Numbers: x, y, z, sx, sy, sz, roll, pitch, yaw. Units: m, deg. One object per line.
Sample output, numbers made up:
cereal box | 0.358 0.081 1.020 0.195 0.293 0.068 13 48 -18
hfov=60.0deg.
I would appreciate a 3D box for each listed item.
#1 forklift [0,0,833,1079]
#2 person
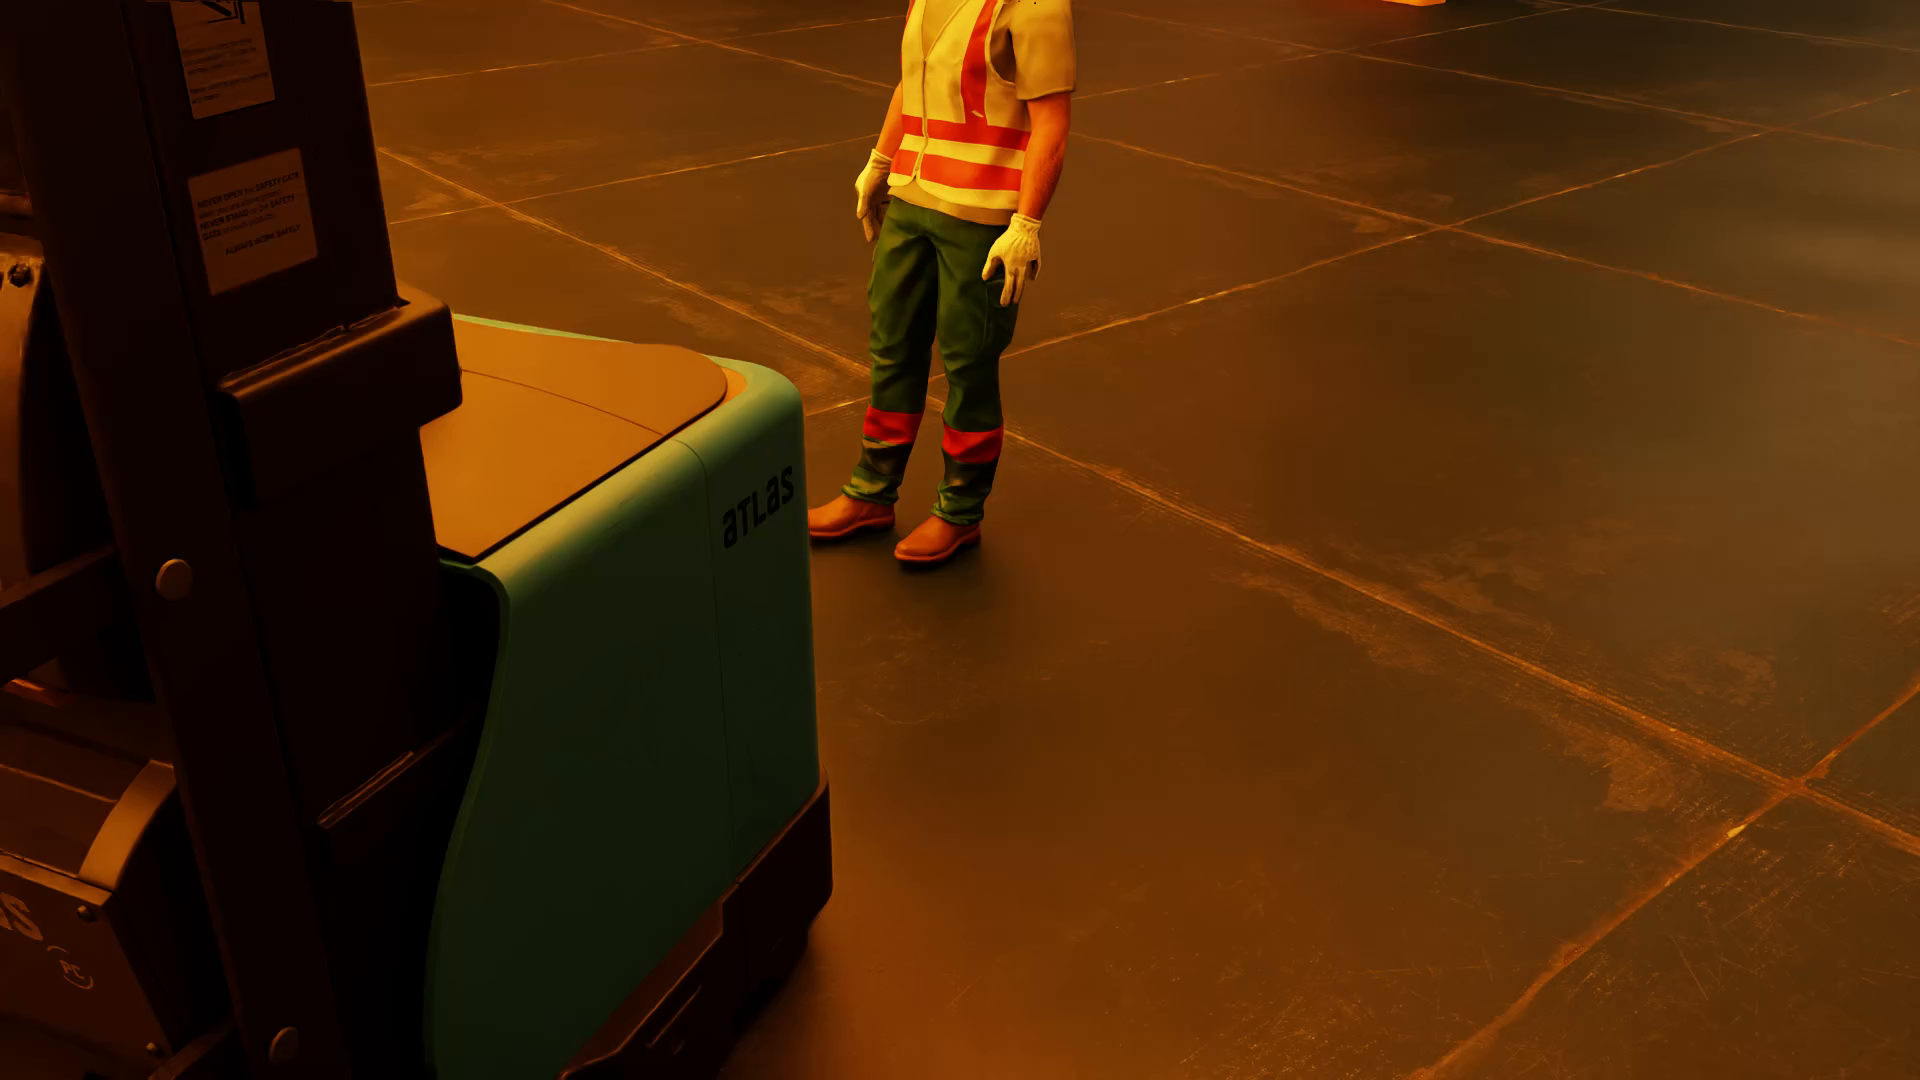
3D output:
forklift | -1.298 -0.115 1.434 1.130 2.935 3.031 11 29 22
person | -0.069 -0.788 4.061 0.562 1.789 0.638 -20 33 -35
